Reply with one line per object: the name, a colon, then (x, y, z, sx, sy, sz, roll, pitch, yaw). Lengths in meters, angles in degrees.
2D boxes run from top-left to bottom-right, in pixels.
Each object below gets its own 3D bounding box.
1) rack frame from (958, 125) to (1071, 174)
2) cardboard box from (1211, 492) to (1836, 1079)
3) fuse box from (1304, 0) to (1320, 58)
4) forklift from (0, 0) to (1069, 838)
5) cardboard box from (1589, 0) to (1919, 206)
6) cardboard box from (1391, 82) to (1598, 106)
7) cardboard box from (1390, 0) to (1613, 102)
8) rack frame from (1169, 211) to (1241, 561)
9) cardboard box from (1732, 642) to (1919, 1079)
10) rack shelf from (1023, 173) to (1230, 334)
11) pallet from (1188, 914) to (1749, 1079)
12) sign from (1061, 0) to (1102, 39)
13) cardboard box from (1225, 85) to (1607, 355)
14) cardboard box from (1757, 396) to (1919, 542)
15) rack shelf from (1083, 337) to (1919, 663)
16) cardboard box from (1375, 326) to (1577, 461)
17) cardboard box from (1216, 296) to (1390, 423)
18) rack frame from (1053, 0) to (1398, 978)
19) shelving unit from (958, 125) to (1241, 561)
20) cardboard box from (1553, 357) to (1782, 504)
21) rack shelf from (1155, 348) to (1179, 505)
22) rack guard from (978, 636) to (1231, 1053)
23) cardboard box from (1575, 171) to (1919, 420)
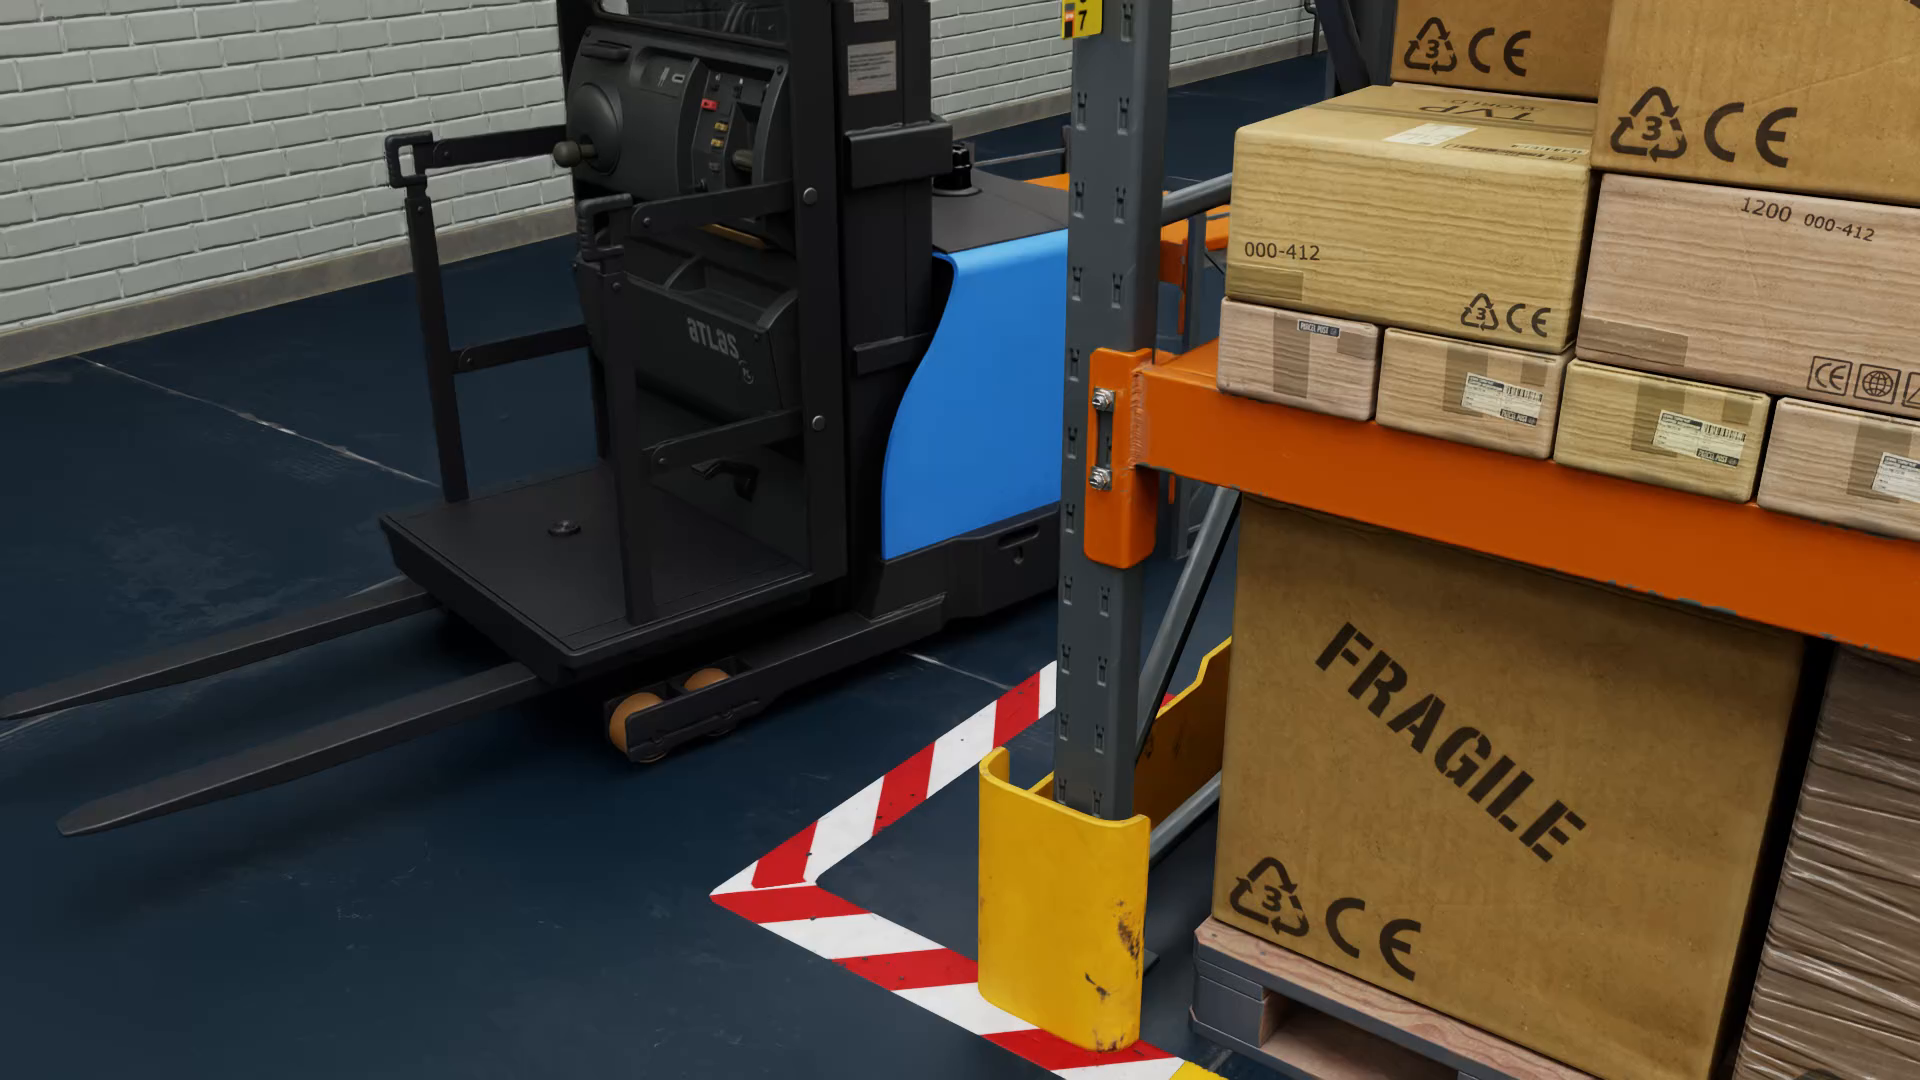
rack frame: (0.195, -0.834, 5.748, 0.500, 1.125, 0.032, -19, 30, -36)
cardboard box: (1.076, 0.276, 3.018, 0.875, 0.875, 0.875, 17, 29, 33)
fuse box: (3.310, -5.239, 15.019, 0.414, 1.711, 0.539, 17, 29, 33)
forklift: (-0.872, -1.041, 3.977, 3.031, 2.935, 1.130, -19, 30, -37)
cardboard box: (1.138, -0.720, 2.050, 0.500, 0.500, 0.500, 16, 28, 32)
cardboard box: (1.063, -0.669, 2.865, 0.500, 0.250, 0.500, 16, 29, 32)
cardboard box: (1.063, -1.011, 2.711, 0.500, 0.500, 0.500, 17, 29, 34)
rack frame: (0.847, -0.519, 5.034, 0.500, 1.125, 0.032, -19, 30, -36)
cardboard box: (1.804, 0.496, 2.518, 0.875, 0.875, 0.875, 17, 29, 33)
rack shelf: (0.521, -0.945, 5.273, 0.538, 0.278, 1.000, -19, 30, -36)
pallet: (1.203, 0.811, 3.147, 1.213, 0.211, 1.003, 17, 29, 33)
sign: (0.178, -0.888, 2.373, 0.005, 0.325, 0.100, 17, 29, 33)
cardboard box: (0.738, -0.497, 2.476, 0.500, 0.250, 0.500, 16, 28, 32)
cardboard box: (1.223, -0.140, 2.159, 0.250, 0.149, 0.380, 16, 29, 33)
rack shelf: (2.116, 0.180, 2.014, 4.000, 0.370, 1.077, 17, 29, 33)
cardboard box: (0.808, -0.264, 2.441, 0.250, 0.149, 0.380, 16, 29, 33)
cardboard box: (0.602, -0.326, 2.581, 0.250, 0.149, 0.380, 17, 29, 34)
rack frame: (0.516, -0.633, 2.967, 0.127, 3.000, 1.000, 17, 29, 33)
shelving unit: (0.521, -0.677, 5.391, 0.538, 1.125, 1.048, -19, 30, -36)
cardboard box: (1.013, -0.202, 2.301, 0.250, 0.149, 0.380, 16, 28, 32)
rack shelf: (0.521, -0.453, 5.489, 0.538, 0.278, 1.000, -19, 30, -36)
rack guard: (0.497, 0.505, 3.484, 0.348, 0.500, 1.175, 17, 29, 33)
cardboard box: (1.158, -0.374, 2.195, 0.500, 0.250, 0.500, 16, 29, 33)
